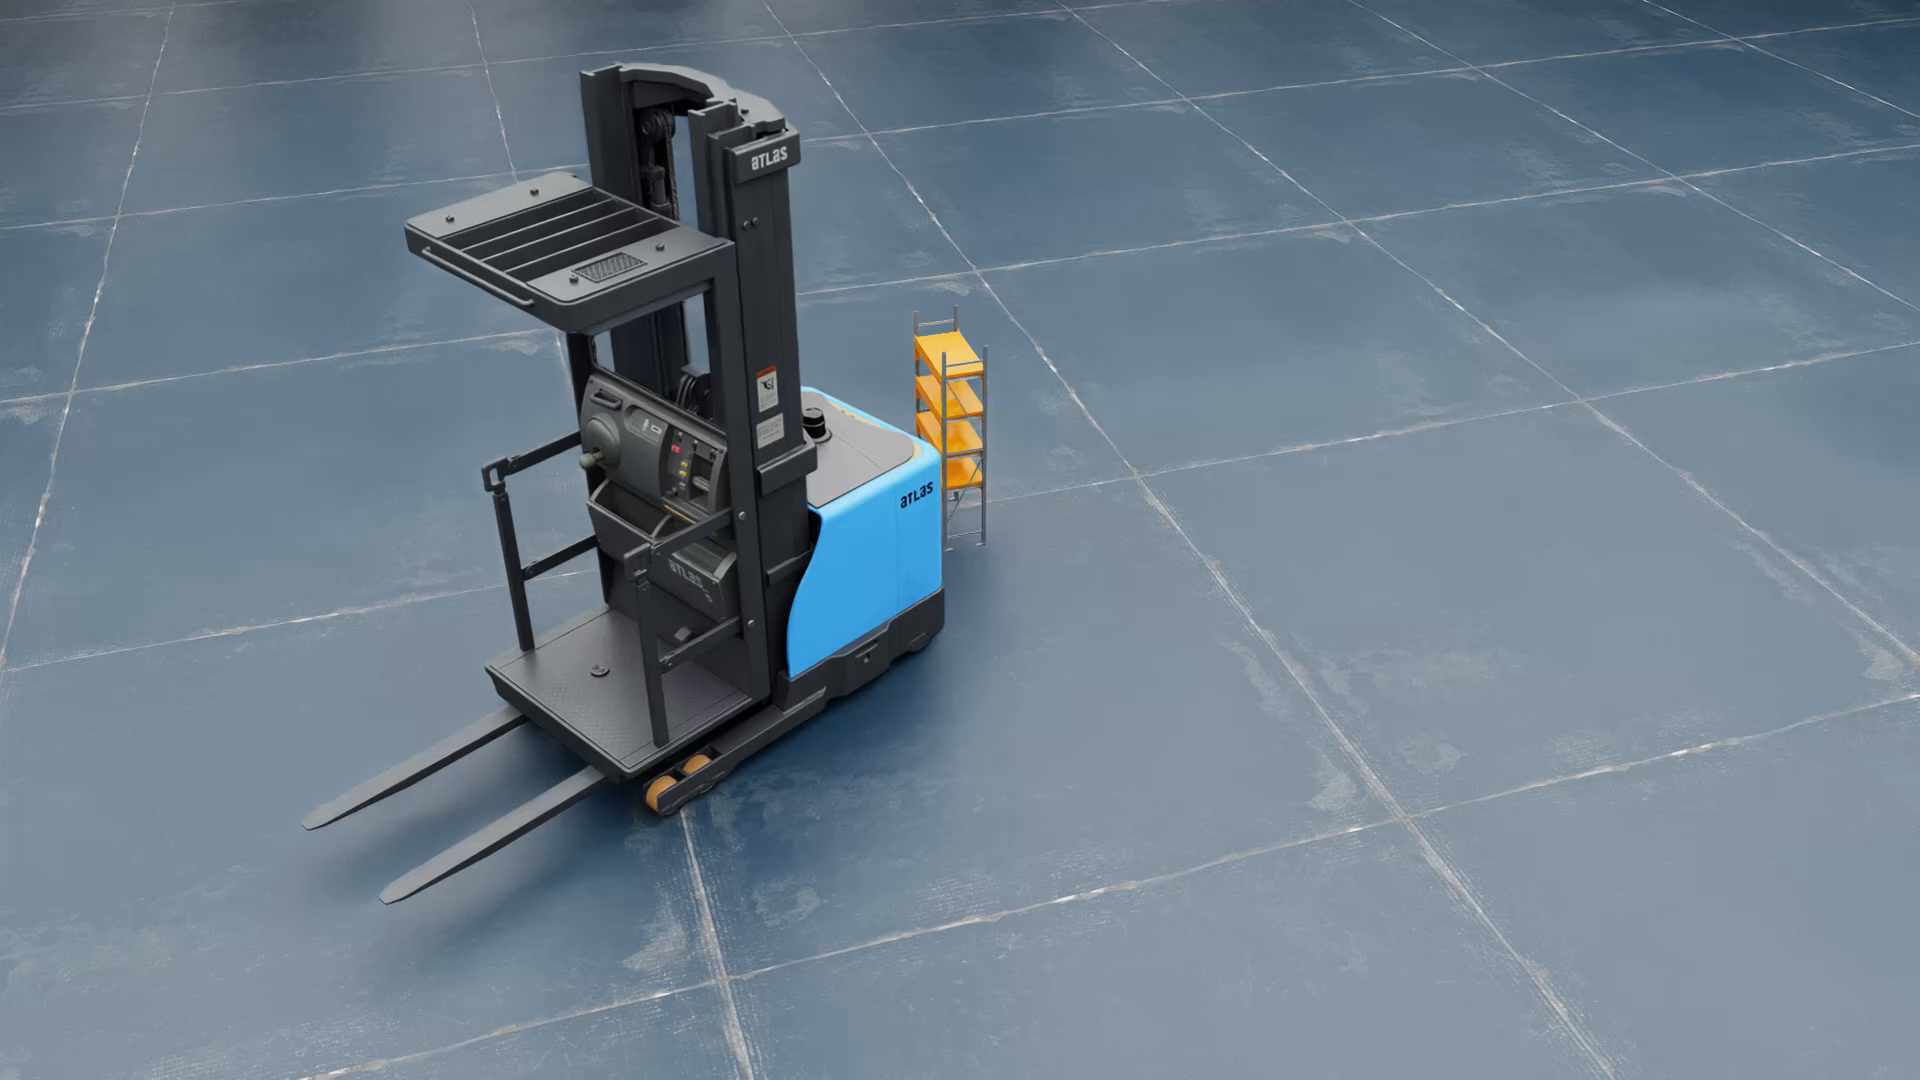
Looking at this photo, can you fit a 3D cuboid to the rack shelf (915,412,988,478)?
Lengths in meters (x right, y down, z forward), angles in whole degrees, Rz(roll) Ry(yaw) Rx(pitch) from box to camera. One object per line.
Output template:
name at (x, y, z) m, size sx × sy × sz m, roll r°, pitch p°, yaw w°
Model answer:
rack shelf at (-0.051, -0.531, 8.907) m, size 0.258 × 0.148 × 0.480 m, roll -10°, pitch 35°, yaw -15°

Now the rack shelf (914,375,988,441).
rack shelf at (-0.051, -0.718, 8.784) m, size 0.258 × 0.148 × 0.480 m, roll -10°, pitch 35°, yaw -15°

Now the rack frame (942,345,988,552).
rack frame at (0.024, -0.459, 8.676) m, size 0.240 × 1.200 × 0.015 m, roll -10°, pitch 35°, yaw -15°

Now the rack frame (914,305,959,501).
rack frame at (-0.125, -0.716, 9.064) m, size 0.240 × 1.200 × 0.015 m, roll -10°, pitch 35°, yaw -15°

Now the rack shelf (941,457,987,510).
rack shelf at (-0.051, -0.366, 9.017) m, size 0.258 × 0.148 × 0.480 m, roll -10°, pitch 35°, yaw -15°

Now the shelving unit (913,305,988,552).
shelving unit at (-0.051, -0.587, 8.870) m, size 0.258 × 1.200 × 0.503 m, roll -10°, pitch 35°, yaw -15°

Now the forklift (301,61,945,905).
forklift at (-1.452, -0.344, 6.932) m, size 1.130 × 2.935 × 3.031 m, roll 27°, pitch 42°, yaw 35°

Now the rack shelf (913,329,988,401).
rack shelf at (-0.051, -0.915, 8.654) m, size 0.258 × 0.148 × 0.480 m, roll -10°, pitch 35°, yaw -15°
